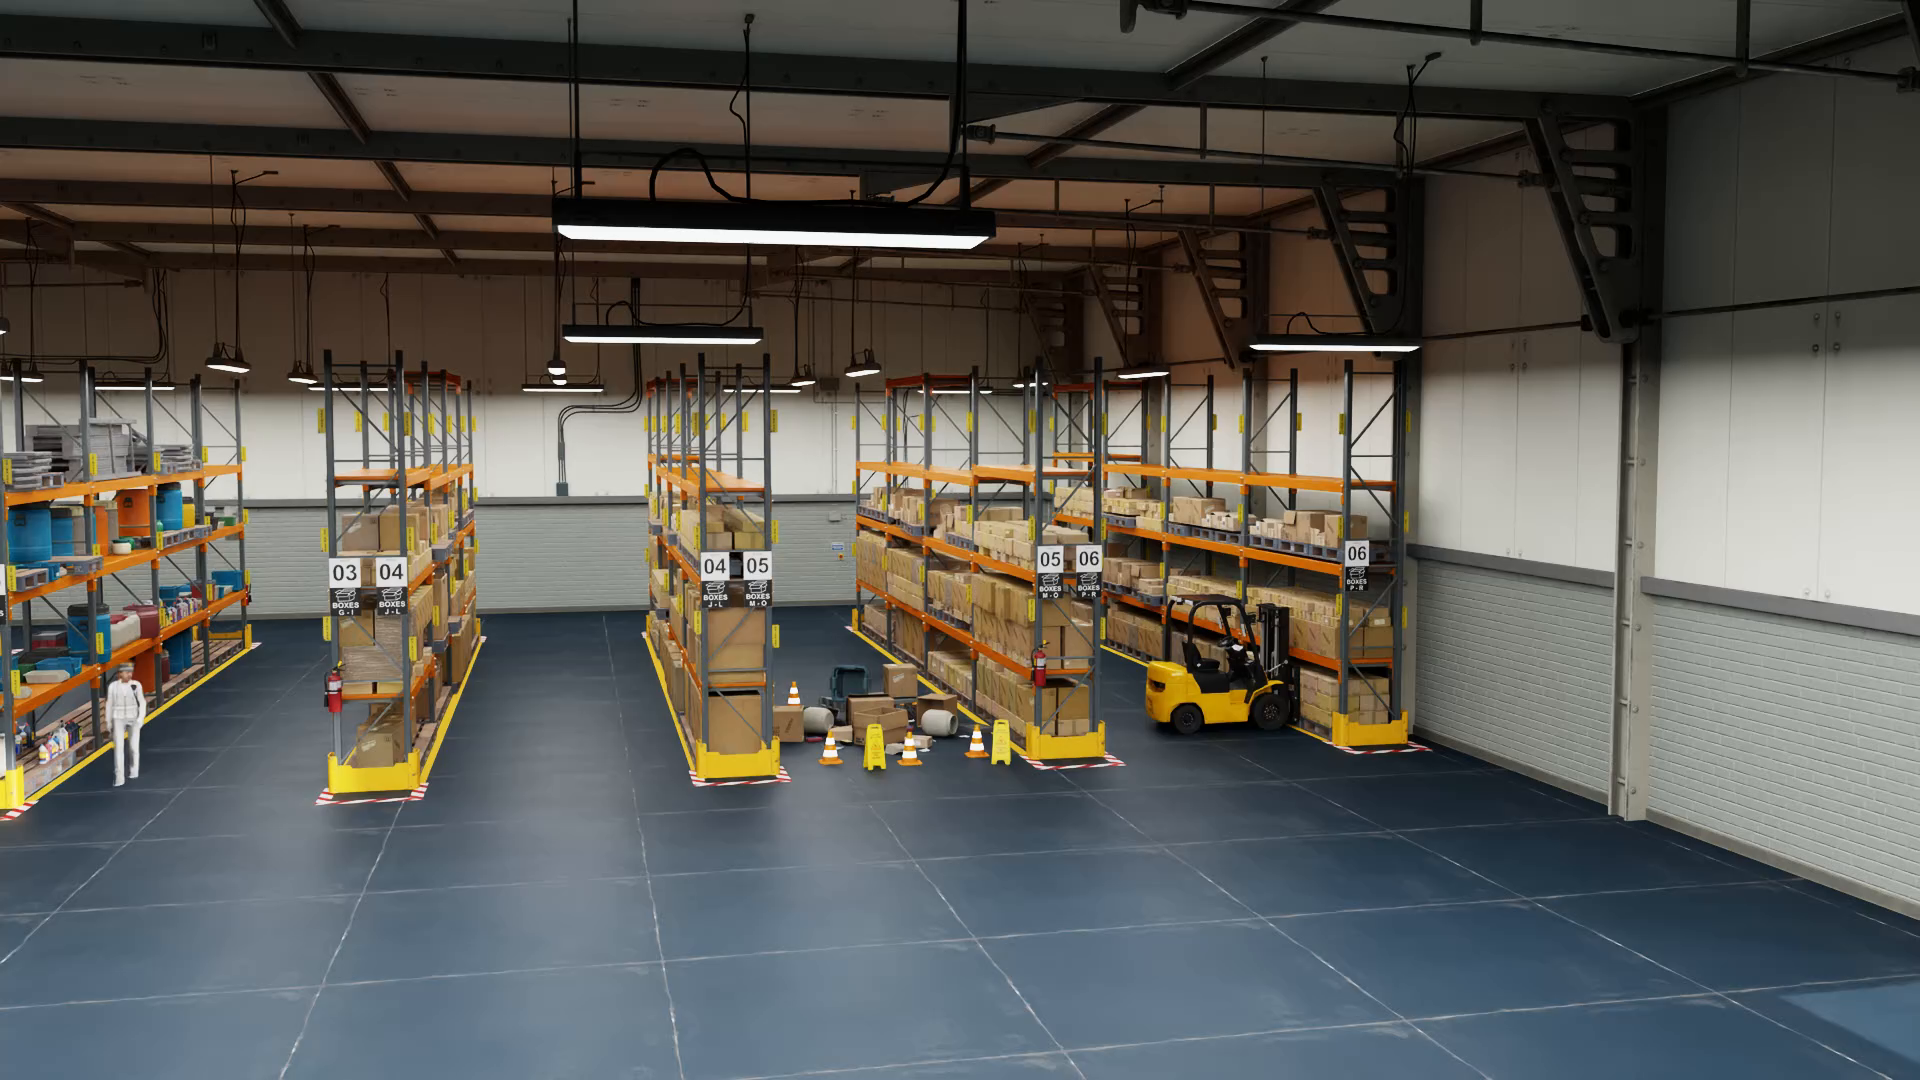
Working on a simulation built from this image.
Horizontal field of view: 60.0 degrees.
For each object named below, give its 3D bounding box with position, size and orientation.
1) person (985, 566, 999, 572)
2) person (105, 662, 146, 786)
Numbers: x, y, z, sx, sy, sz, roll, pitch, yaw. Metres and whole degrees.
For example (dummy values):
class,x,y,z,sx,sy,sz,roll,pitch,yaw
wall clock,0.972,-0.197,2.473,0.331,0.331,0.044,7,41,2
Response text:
class,x,y,z,sx,sy,sz,roll,pitch,yaw
person,0.884,0.960,45.278,0.880,1.755,0.553,-1,4,-17
person,-11.690,2.567,23.326,0.519,1.677,0.757,-2,4,-28
